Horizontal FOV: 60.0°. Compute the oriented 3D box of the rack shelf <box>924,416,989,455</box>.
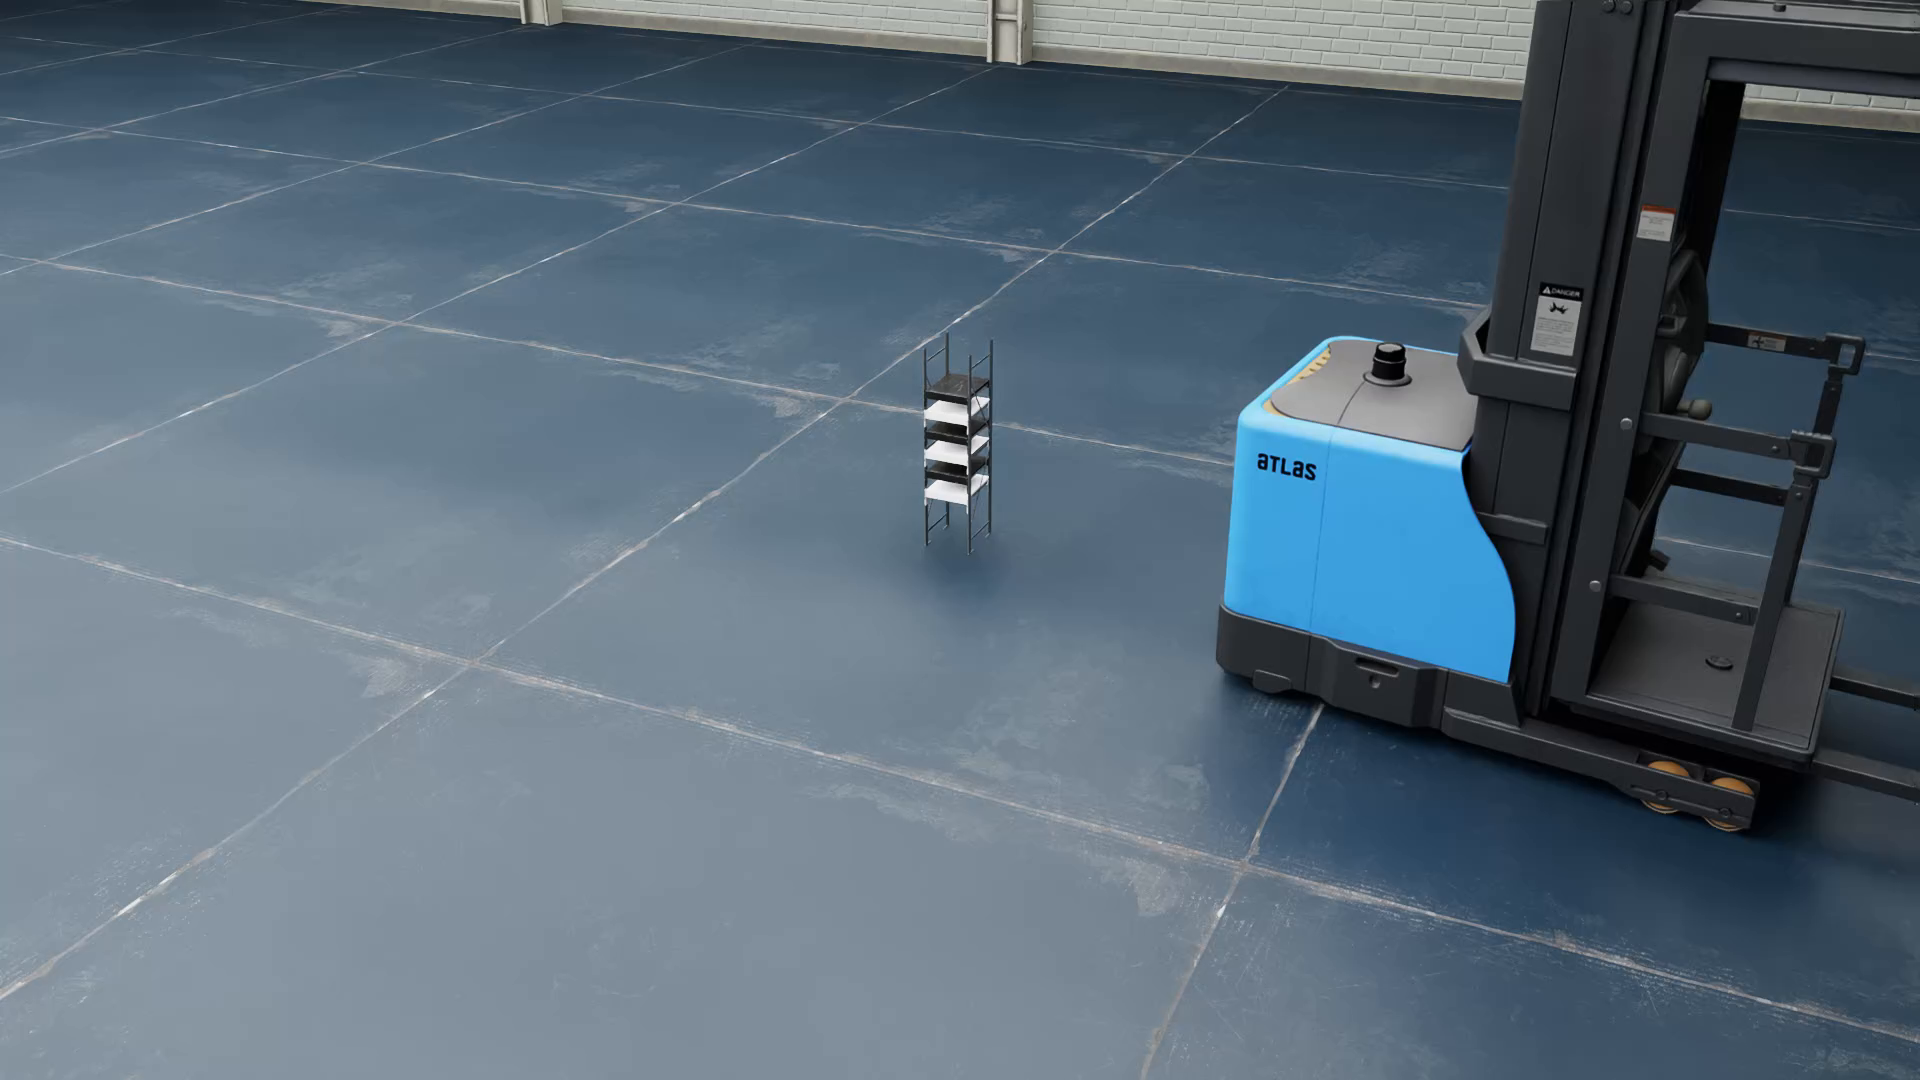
[{"bbox_3d":[-0.007,-0.456,7.029,0.200,0.077,0.258,11,28,22],"label":"rack shelf"}]

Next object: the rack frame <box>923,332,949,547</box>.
[{"bbox_3d":[-0.100,-0.424,7.092,0.006,0.900,0.240,11,28,22],"label":"rack frame"}]

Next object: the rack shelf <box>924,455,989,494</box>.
[{"bbox_3d":[-0.007,-0.295,7.109,0.200,0.077,0.258,11,28,22],"label":"rack shelf"}]

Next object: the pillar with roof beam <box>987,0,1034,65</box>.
[{"bbox_3d":[-1.260,-7.342,11.974,0.400,9.000,9.100,11,28,22],"label":"pillar with roof beam"}]

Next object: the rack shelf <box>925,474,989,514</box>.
[{"bbox_3d":[-0.007,-0.214,7.148,0.200,0.077,0.258,11,28,22],"label":"rack shelf"}]

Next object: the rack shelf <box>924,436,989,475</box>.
[{"bbox_3d":[-0.007,-0.375,7.069,0.200,0.077,0.258,11,28,22],"label":"rack shelf"}]

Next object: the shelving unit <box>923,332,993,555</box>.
[{"bbox_3d":[-0.007,-0.405,7.054,0.210,0.900,0.258,11,28,22],"label":"shelving unit"}]

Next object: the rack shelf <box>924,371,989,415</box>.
[{"bbox_3d":[-0.007,-0.618,6.950,0.200,0.077,0.258,11,28,22],"label":"rack shelf"}]

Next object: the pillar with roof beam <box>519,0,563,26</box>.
[{"bbox_3d":[-6.722,-8.439,14.203,0.400,9.000,9.100,11,28,22],"label":"pillar with roof beam"}]

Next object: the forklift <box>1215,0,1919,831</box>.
[{"bbox_3d":[2.482,-0.648,5.247,3.031,2.935,1.130,15,30,27],"label":"forklift"}]

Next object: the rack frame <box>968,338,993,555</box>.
[{"bbox_3d":[0.085,-0.387,7.017,0.006,0.900,0.240,11,28,22],"label":"rack frame"}]

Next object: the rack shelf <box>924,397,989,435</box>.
[{"bbox_3d":[-0.007,-0.537,6.989,0.200,0.077,0.258,11,28,22],"label":"rack shelf"}]
